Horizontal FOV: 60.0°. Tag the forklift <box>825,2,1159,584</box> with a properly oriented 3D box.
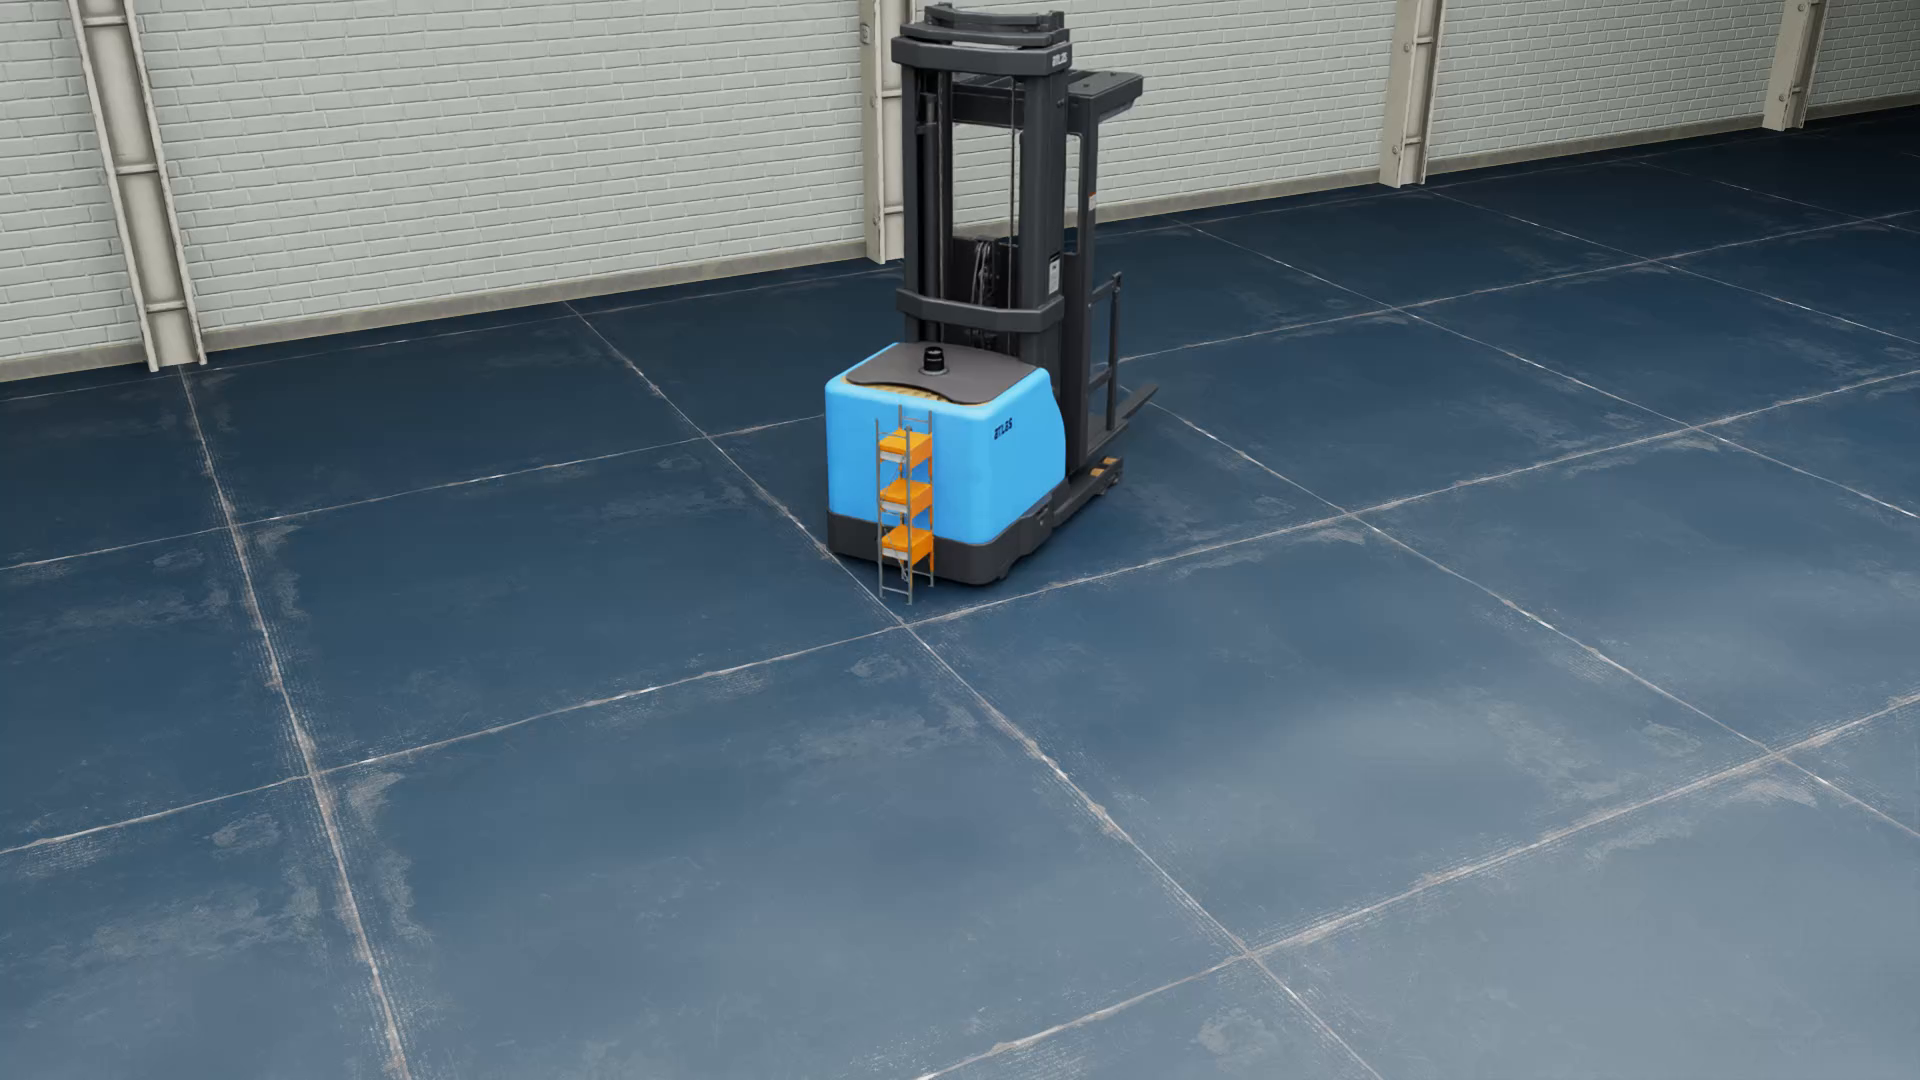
[{"bbox_3d":[0.376,-1.682,9.868,1.130,2.935,3.031,13,28,25],"label":"forklift"}]

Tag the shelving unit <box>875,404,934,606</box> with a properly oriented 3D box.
[{"bbox_3d":[-0.293,-0.182,8.917,0.215,1.050,0.252,13,28,25],"label":"shelving unit"}]

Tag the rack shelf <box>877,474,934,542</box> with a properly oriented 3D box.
[{"bbox_3d":[-0.293,-0.173,8.921,0.215,0.259,0.240,13,28,25],"label":"rack shelf"}]

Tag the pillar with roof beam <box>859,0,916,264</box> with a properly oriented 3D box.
[{"bbox_3d":[1.410,-4.982,9.729,0.400,9.000,9.100,-13,29,-25],"label":"pillar with roof beam"}]

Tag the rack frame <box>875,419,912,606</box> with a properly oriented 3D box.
[{"bbox_3d":[-0.350,-0.136,8.819,0.200,1.050,0.008,13,28,25],"label":"rack frame"}]

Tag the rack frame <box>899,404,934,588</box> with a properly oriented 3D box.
[{"bbox_3d":[-0.236,-0.229,9.014,0.200,1.050,0.008,13,28,25],"label":"rack frame"}]

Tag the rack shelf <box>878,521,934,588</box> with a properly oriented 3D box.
[{"bbox_3d":[-0.293,0.078,9.042,0.215,0.259,0.240,13,28,25],"label":"rack shelf"}]

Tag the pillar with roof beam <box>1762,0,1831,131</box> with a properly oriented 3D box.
[{"bbox_3d":[11.998,-7.426,14.819,0.400,9.000,9.100,-13,29,-25],"label":"pillar with roof beam"}]

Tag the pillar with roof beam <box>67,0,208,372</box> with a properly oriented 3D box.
[{"bbox_3d":[-3.884,-3.760,7.183,0.400,9.000,9.100,-13,29,-25],"label":"pillar with roof beam"}]

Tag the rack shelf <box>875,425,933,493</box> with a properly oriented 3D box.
[{"bbox_3d":[-0.293,-0.429,8.799,0.215,0.259,0.240,13,28,25],"label":"rack shelf"}]

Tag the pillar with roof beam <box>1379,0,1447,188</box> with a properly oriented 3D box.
[{"bbox_3d":[6.704,-6.204,12.274,0.400,9.000,9.100,-13,29,-25],"label":"pillar with roof beam"}]
